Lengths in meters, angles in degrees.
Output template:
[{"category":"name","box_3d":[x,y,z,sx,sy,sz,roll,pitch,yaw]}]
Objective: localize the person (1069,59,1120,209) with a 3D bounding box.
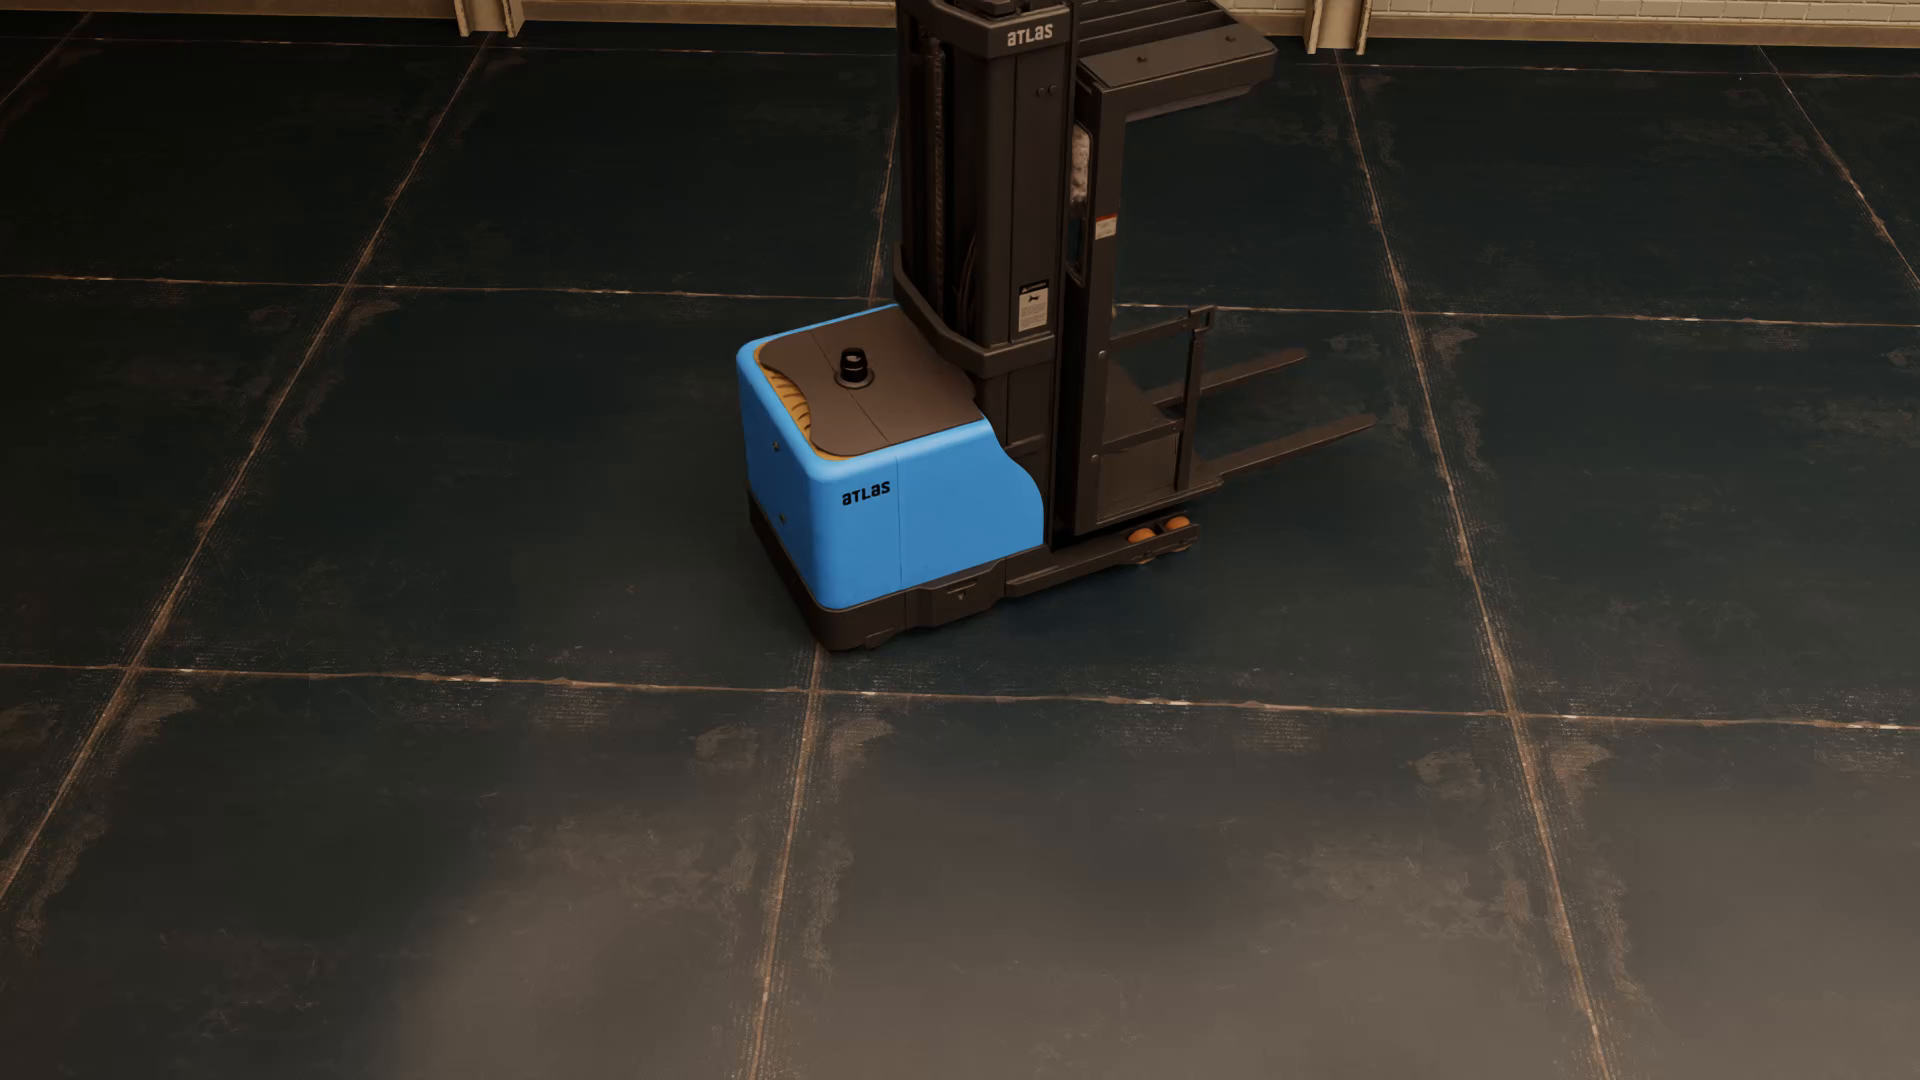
[{"category":"person","box_3d":[0.791,-2.771,9.643,0.387,1.771,0.614,3,42,3]}]

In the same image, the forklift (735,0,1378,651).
[{"category":"forklift","box_3d":[0.561,-1.277,7.141,3.031,2.935,1.130,-18,45,-18]}]
